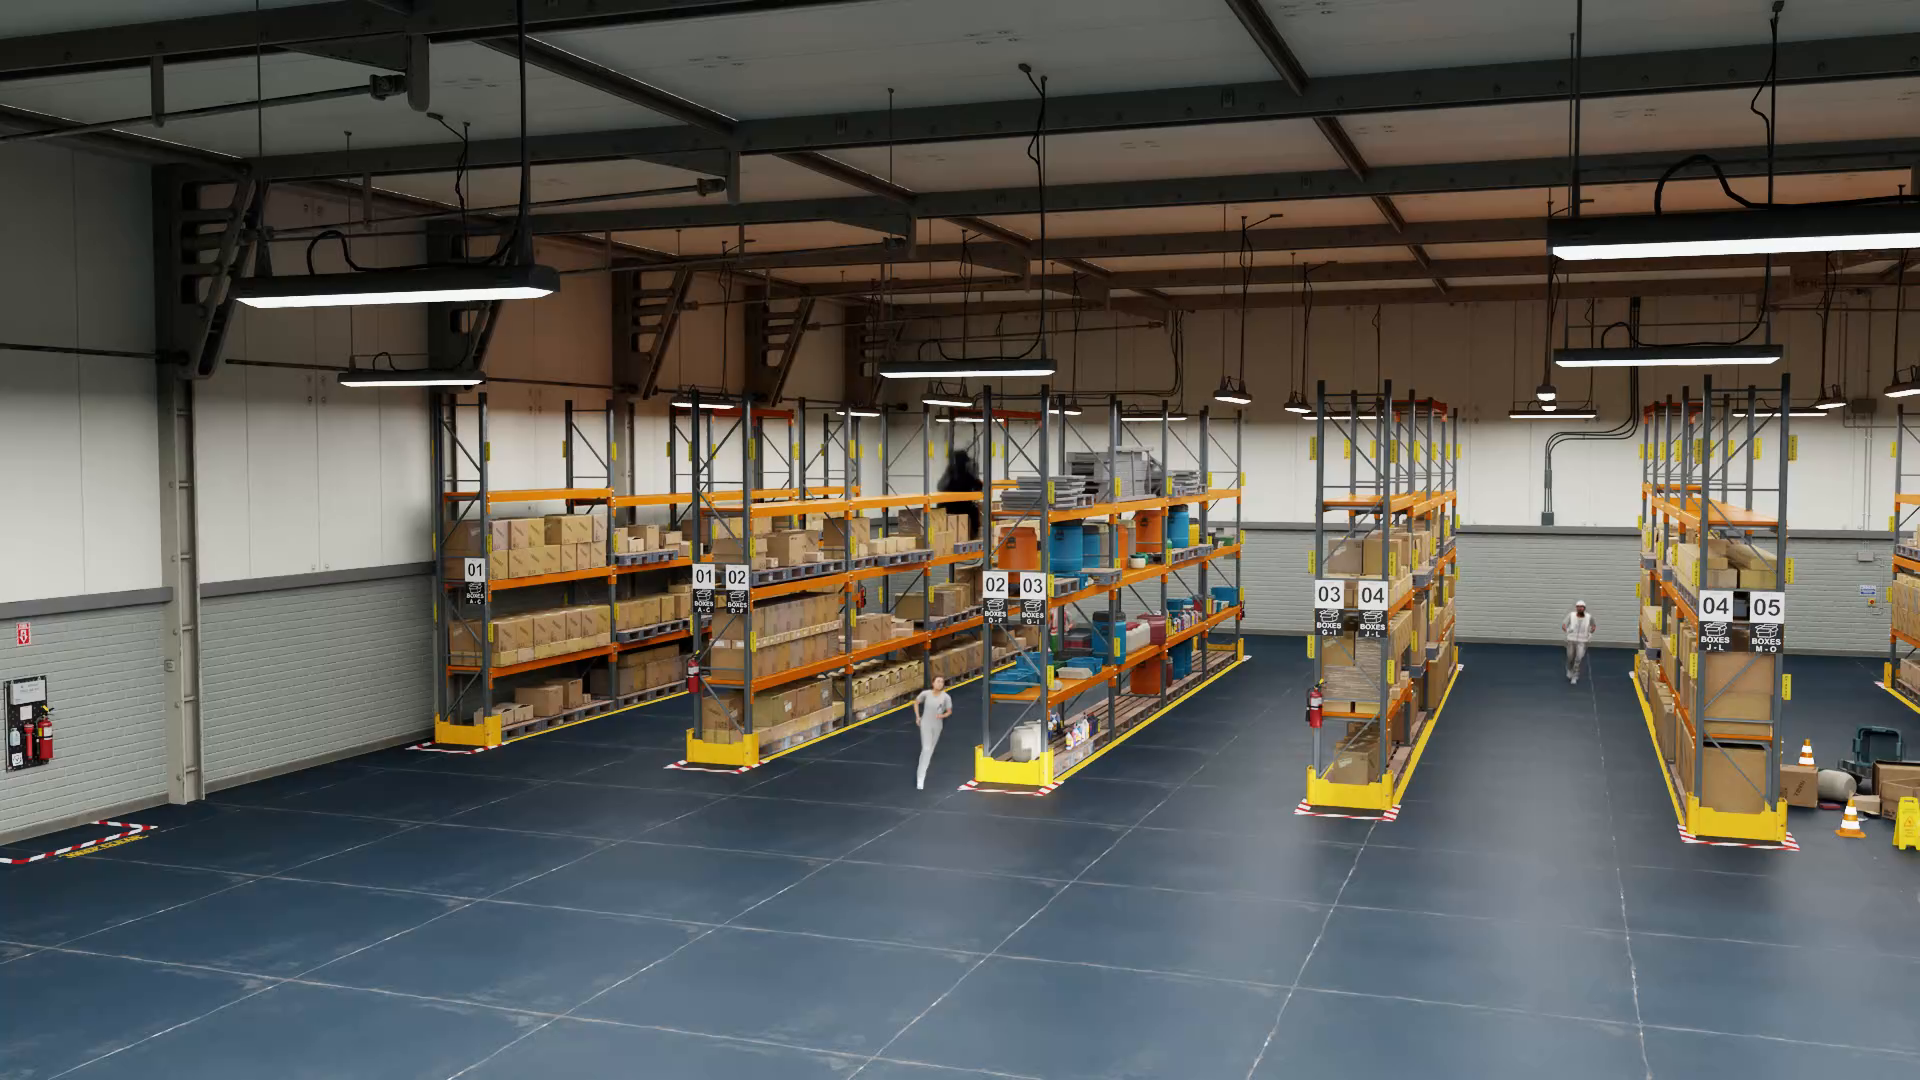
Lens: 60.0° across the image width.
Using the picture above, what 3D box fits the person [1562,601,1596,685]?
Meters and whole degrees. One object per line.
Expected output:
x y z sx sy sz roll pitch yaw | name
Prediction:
13.382 2.203 35.980 0.689 1.788 0.896 1 3 22 | person

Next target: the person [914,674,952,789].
-0.415 2.856 25.004 0.576 1.701 0.673 -1 3 -15 | person

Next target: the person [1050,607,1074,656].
2.221 2.146 37.304 0.659 1.742 0.708 1 3 12 | person
